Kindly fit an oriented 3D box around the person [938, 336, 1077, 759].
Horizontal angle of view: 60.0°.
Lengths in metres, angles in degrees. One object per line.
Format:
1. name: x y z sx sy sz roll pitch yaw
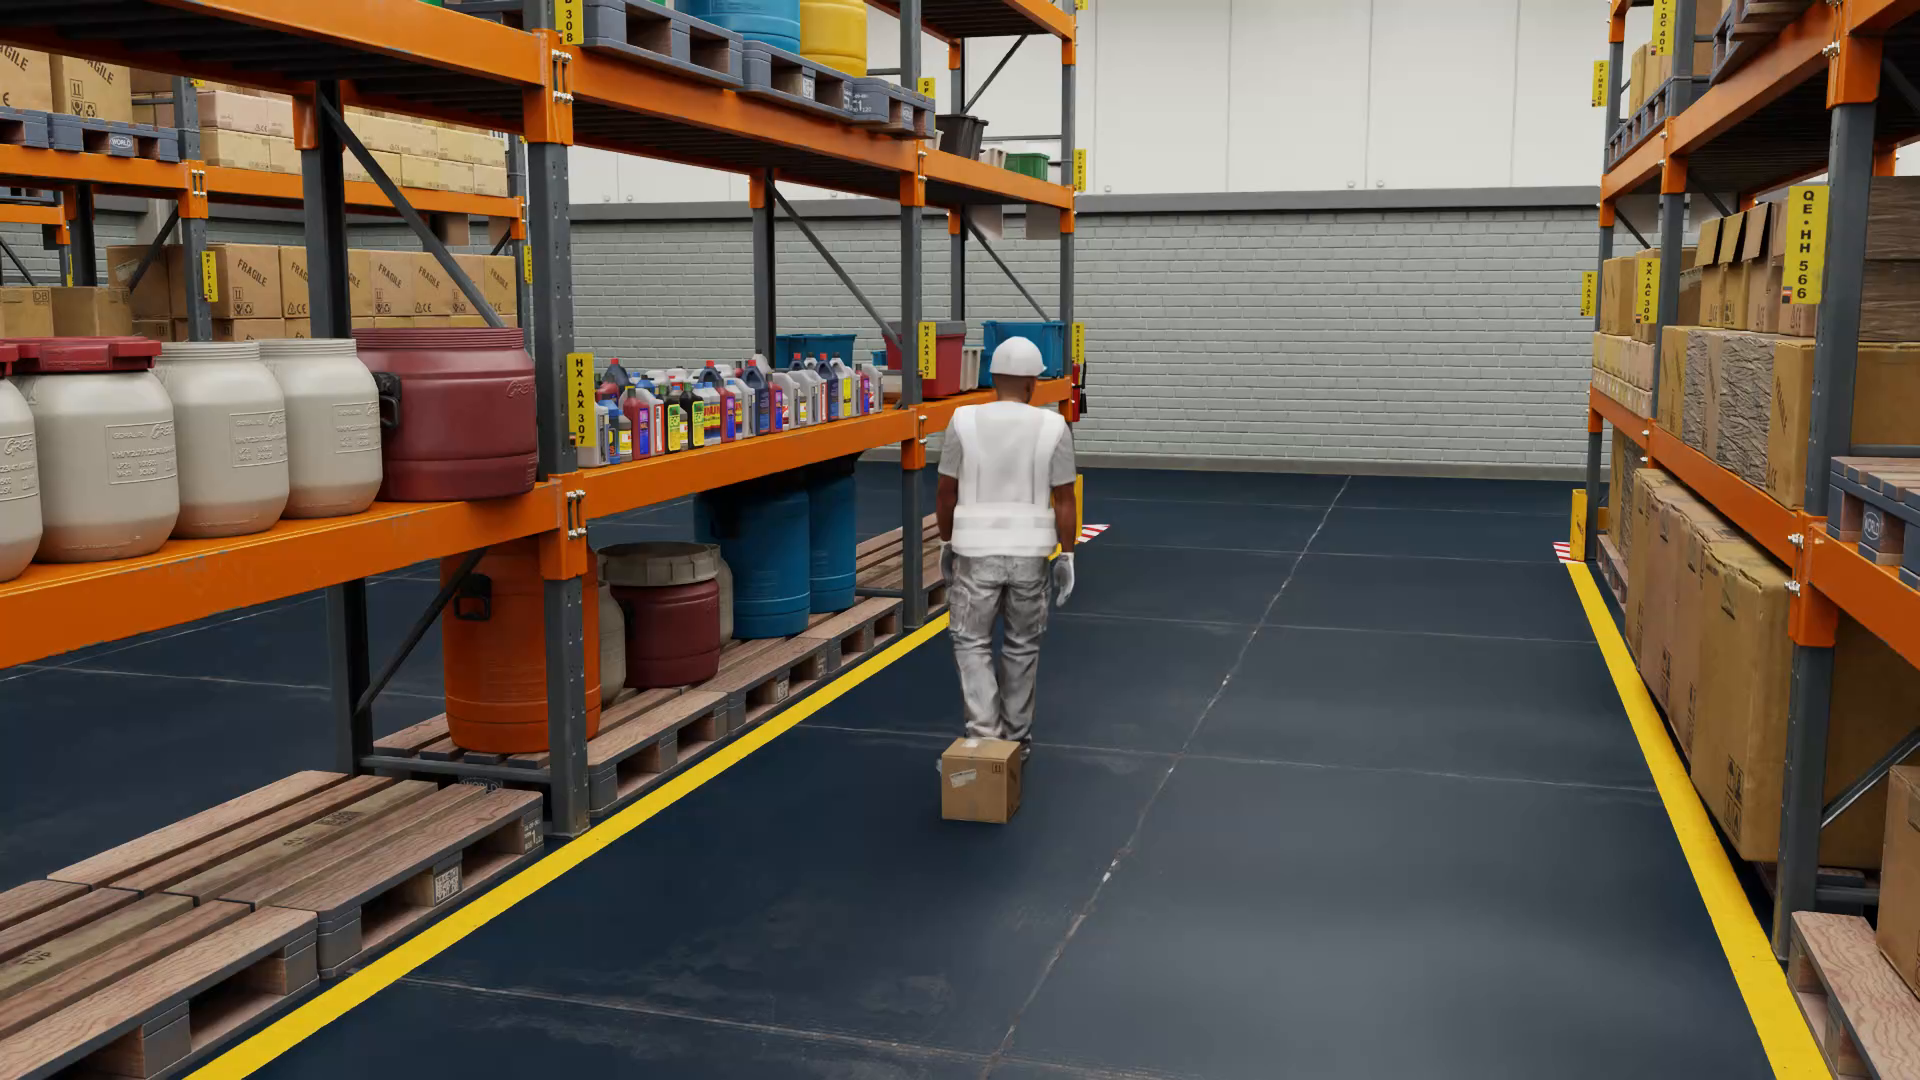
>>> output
1. person: 0.192 0.055 6.662 0.558 1.724 0.599 0 8 -2
